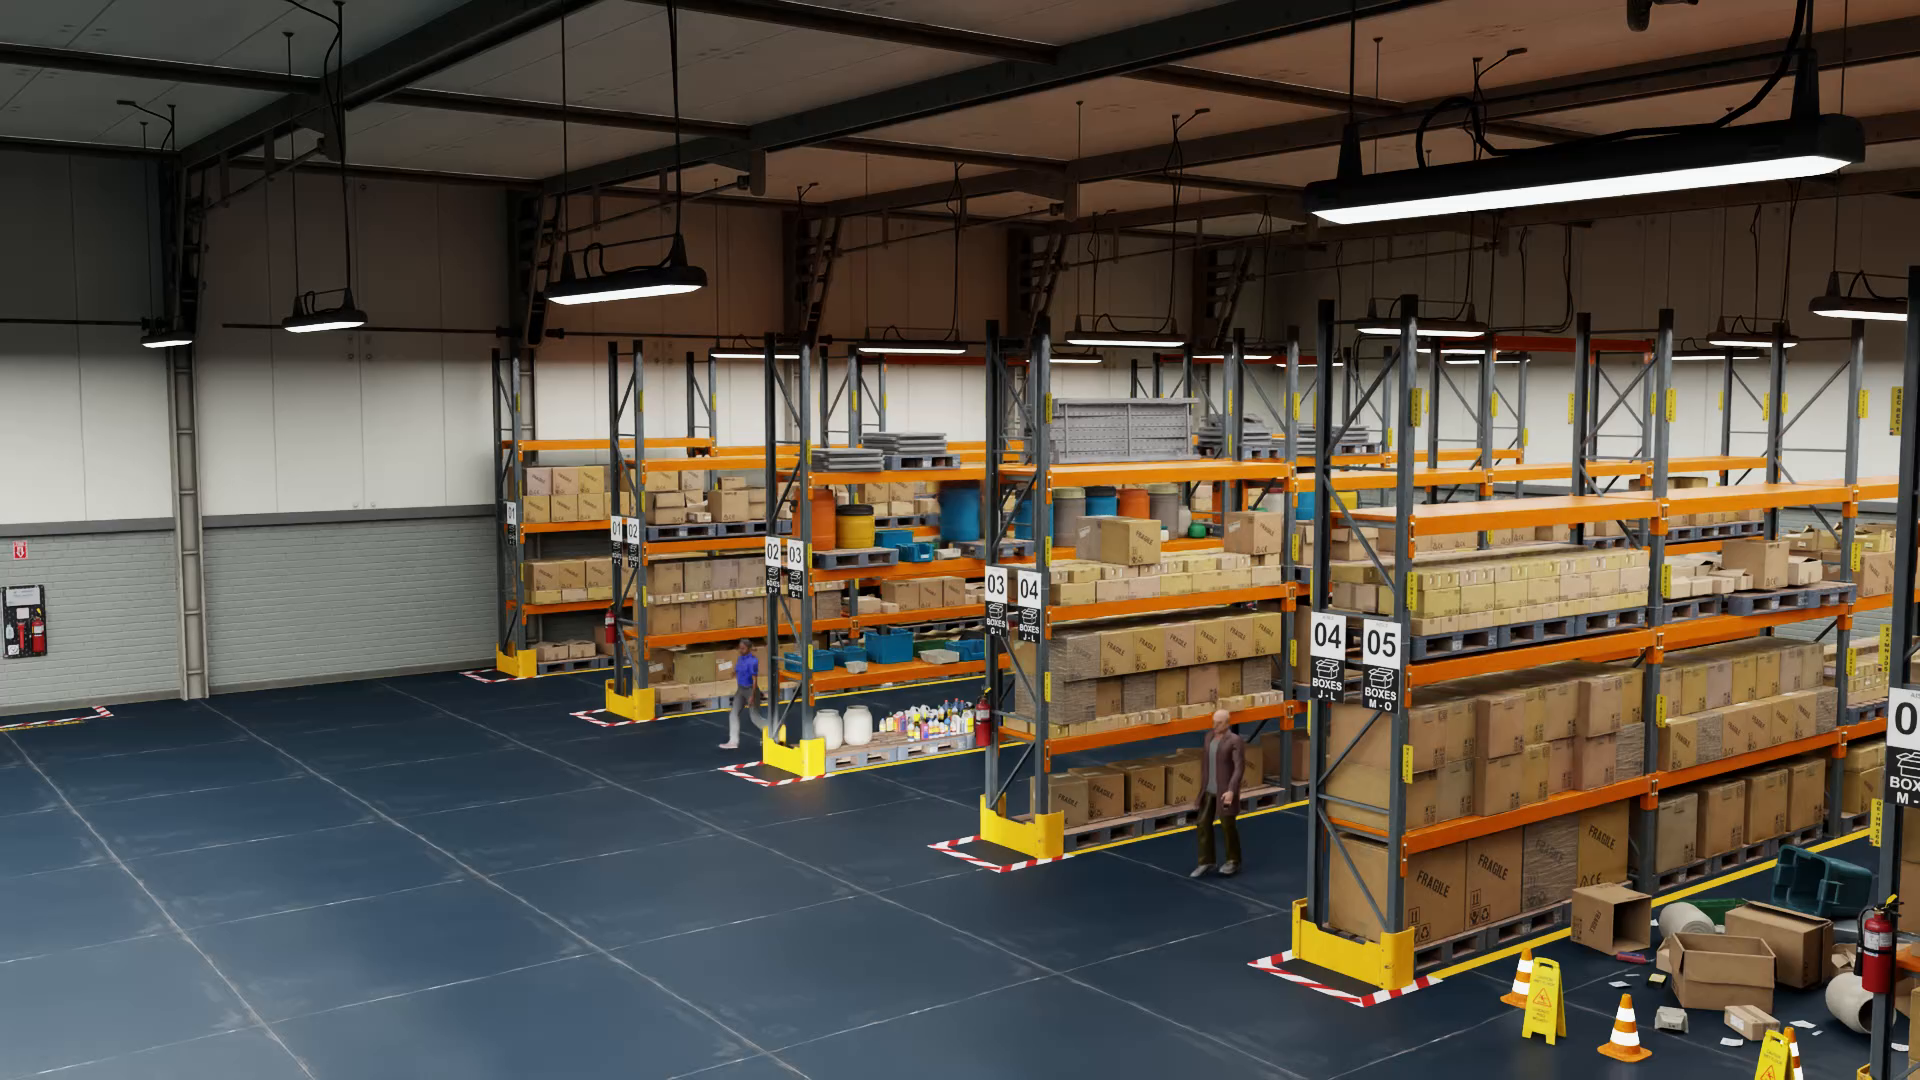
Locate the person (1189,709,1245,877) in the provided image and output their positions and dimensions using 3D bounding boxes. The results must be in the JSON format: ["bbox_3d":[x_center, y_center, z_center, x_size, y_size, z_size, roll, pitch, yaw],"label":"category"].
[{"bbox_3d":[2.787,2.732,17.861,0.603,1.841,0.635,-4,7,-40],"label":"person"}]

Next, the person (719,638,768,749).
[{"bbox_3d":[-3.081,2.228,24.221,0.463,1.626,0.806,5,7,43],"label":"person"}]

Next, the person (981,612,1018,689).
[{"bbox_3d":[0.833,1.714,29.128,0.609,1.738,0.982,4,7,40],"label":"person"}]
